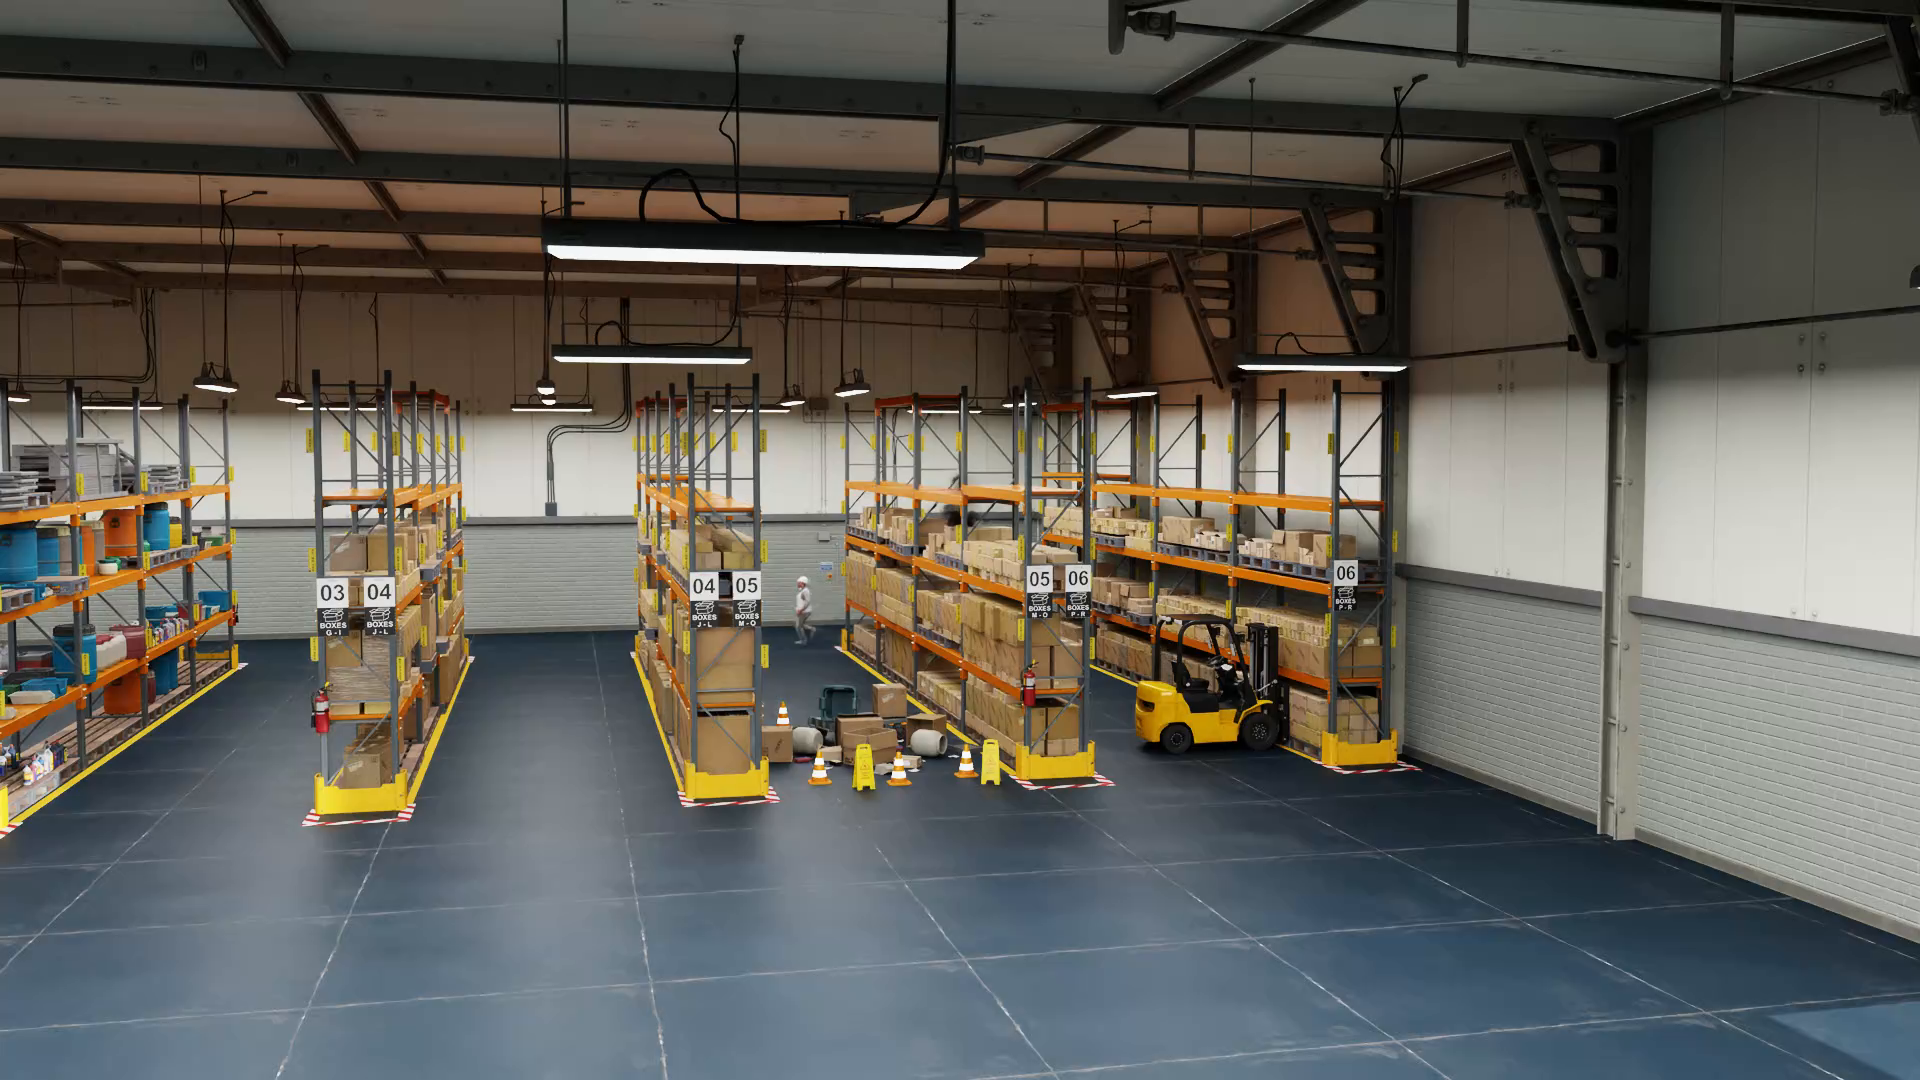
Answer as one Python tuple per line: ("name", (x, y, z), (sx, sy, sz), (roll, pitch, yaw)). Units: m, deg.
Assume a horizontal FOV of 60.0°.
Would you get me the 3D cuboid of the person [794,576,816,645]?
("person", (-3.823, 1.763, 41.430), (0.583, 1.721, 0.669), (-1, 4, -22))
